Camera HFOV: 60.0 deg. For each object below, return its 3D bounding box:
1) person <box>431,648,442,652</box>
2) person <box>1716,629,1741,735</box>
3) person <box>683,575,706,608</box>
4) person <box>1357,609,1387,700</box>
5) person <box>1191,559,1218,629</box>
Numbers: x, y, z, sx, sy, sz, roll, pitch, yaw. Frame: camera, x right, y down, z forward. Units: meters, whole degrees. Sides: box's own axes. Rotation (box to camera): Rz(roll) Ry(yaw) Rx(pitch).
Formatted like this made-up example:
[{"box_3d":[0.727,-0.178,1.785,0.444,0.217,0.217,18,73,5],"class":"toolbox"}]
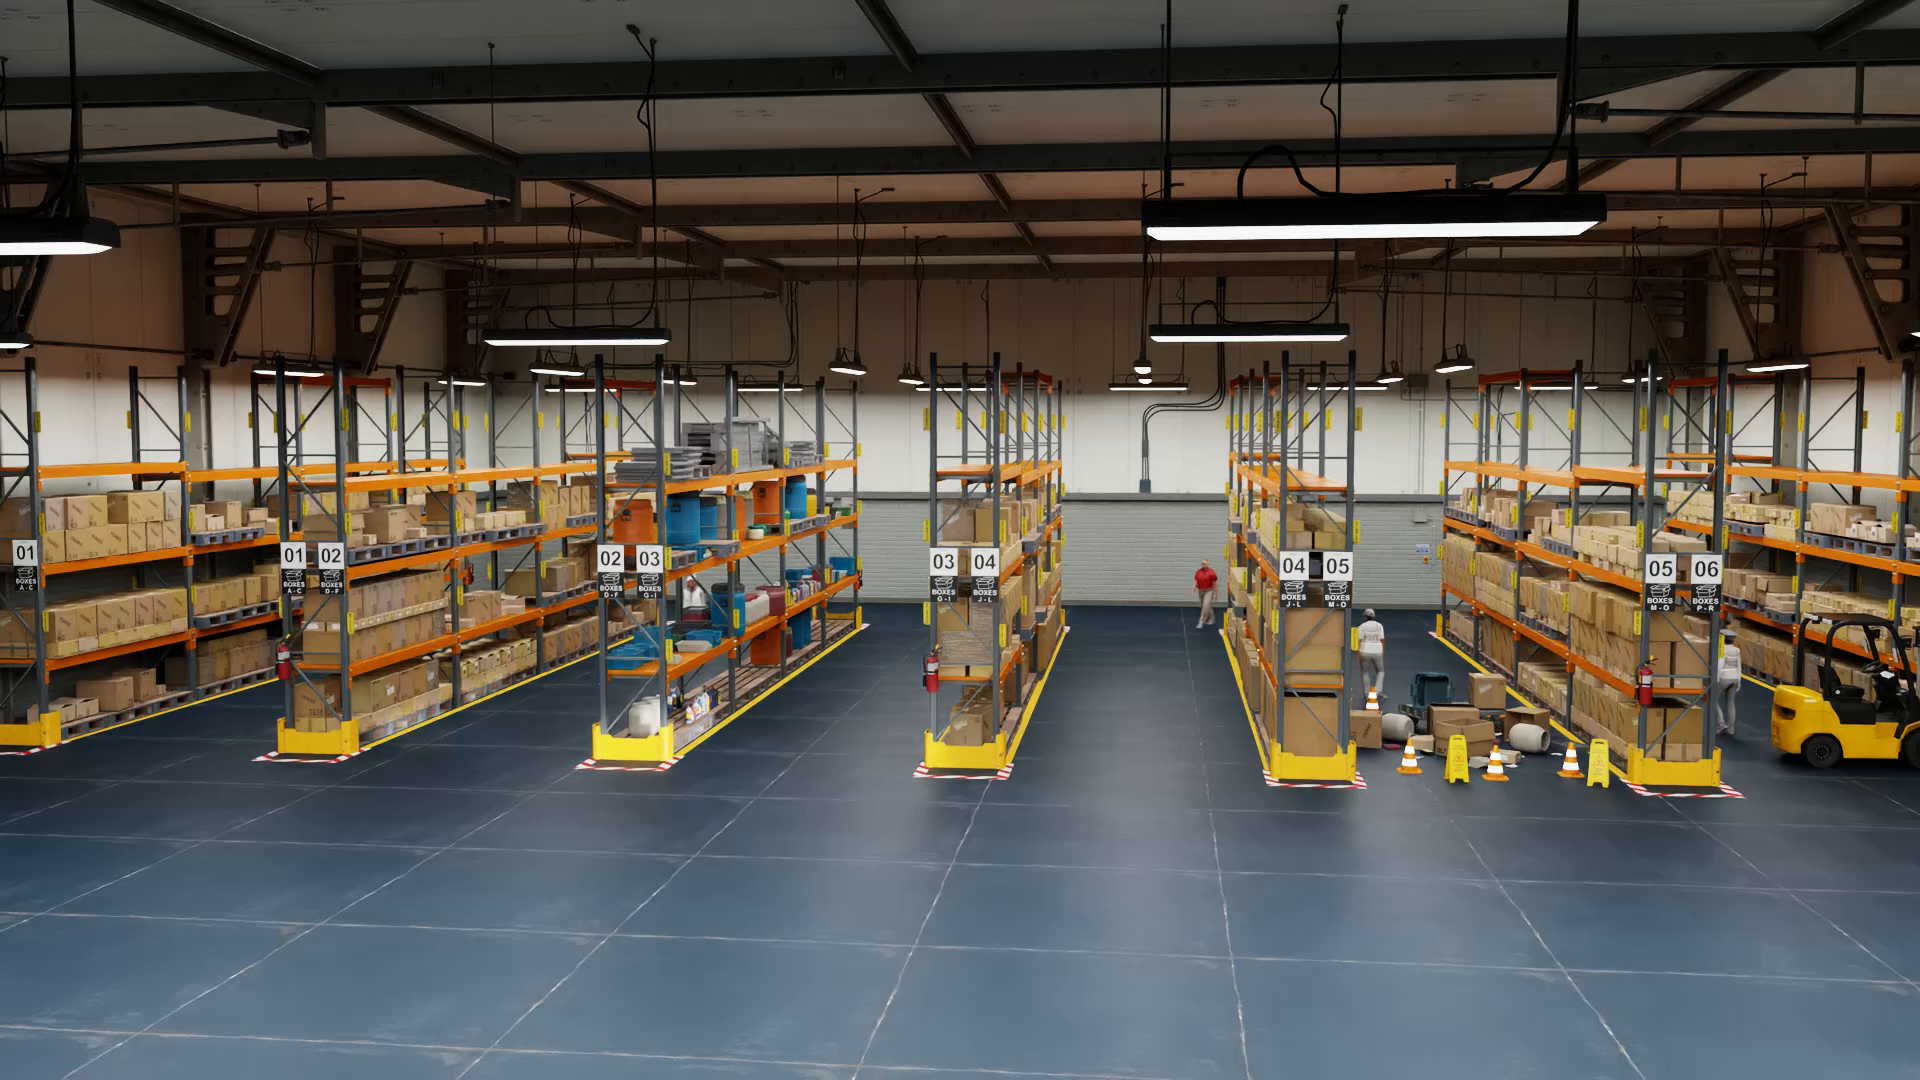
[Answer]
[{"box_3d":[-11.451,1.614,36.168,0.479,1.673,0.491,4,5,42],"class":"person"},{"box_3d":[12.305,2.288,26.691,0.519,1.707,0.367,-1,4,-18],"class":"person"},{"box_3d":[-5.763,1.596,35.712,0.597,1.706,1.082,0,4,2],"class":"person"},{"box_3d":[7.403,2.067,29.897,0.535,1.660,0.506,0,4,4],"class":"person"},{"box_3d":[5.954,1.281,40.439,0.552,1.649,1.108,4,5,42],"class":"person"}]
